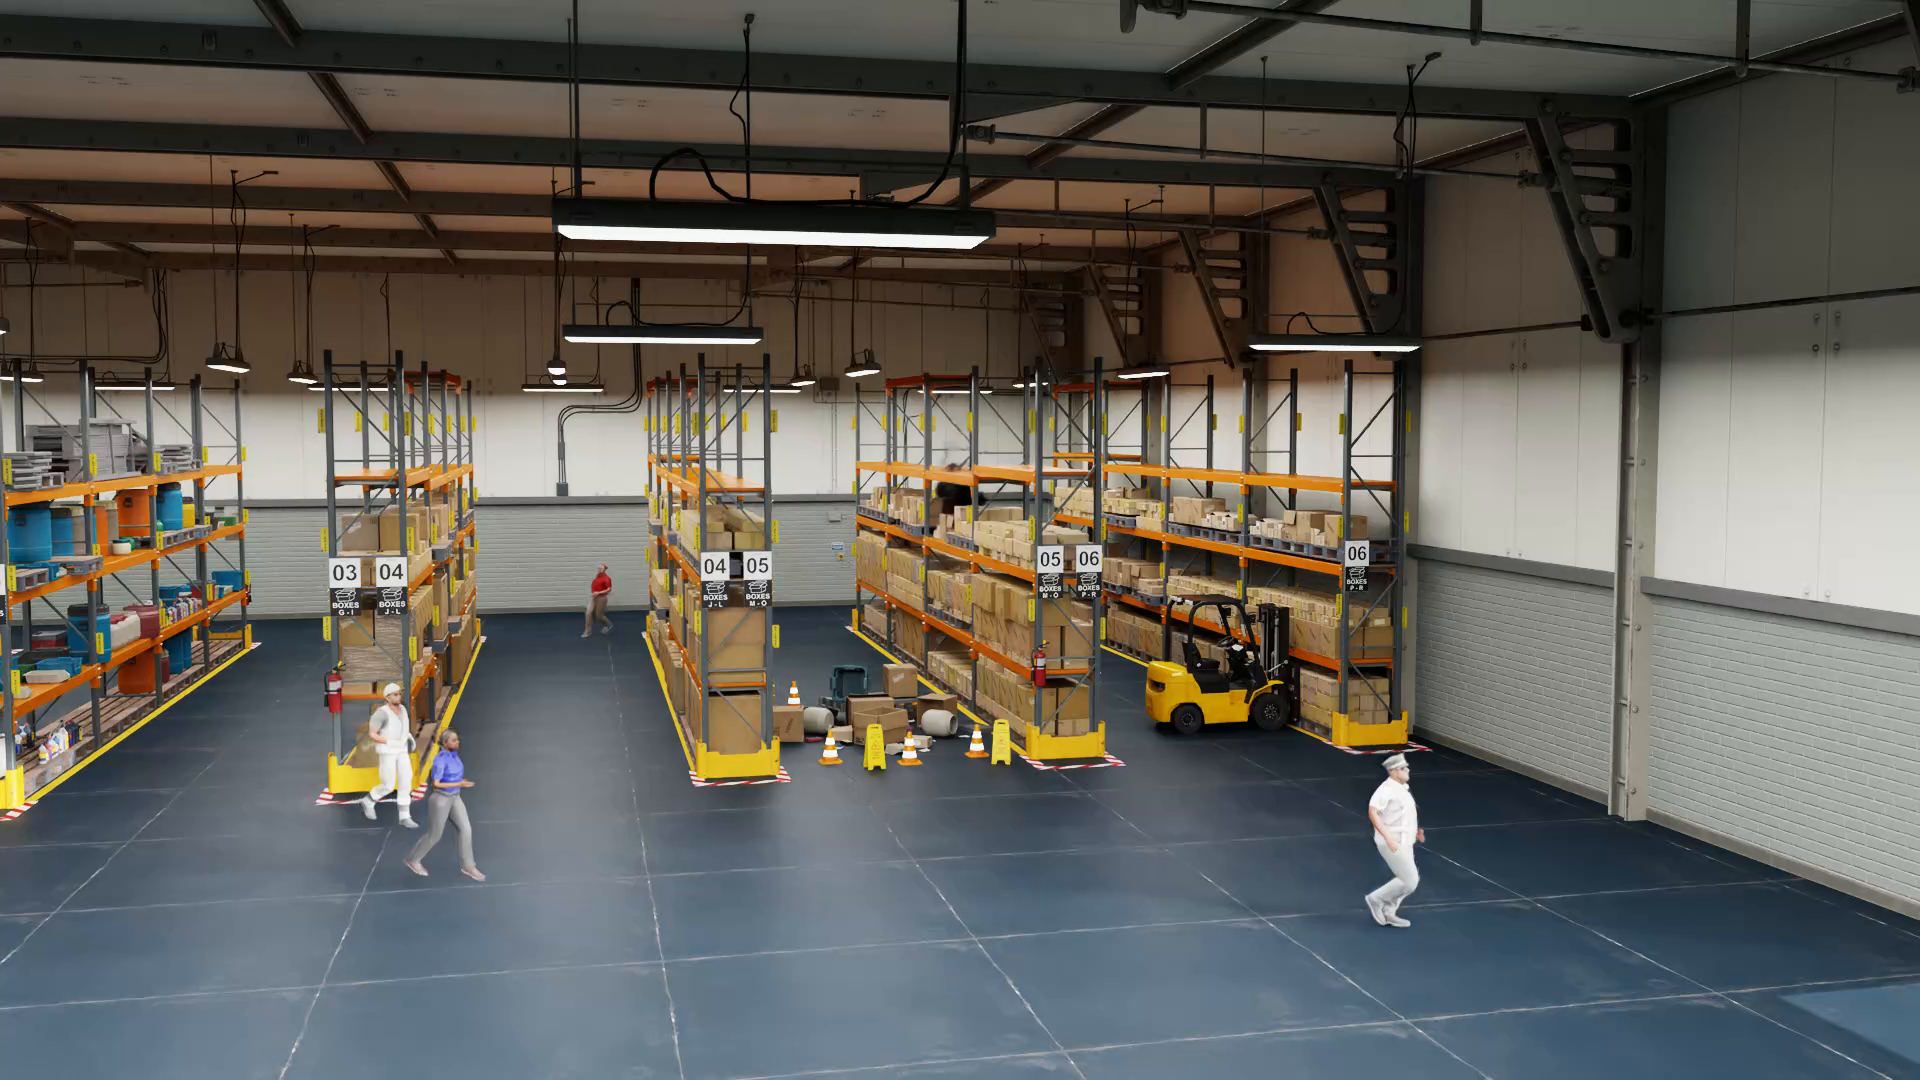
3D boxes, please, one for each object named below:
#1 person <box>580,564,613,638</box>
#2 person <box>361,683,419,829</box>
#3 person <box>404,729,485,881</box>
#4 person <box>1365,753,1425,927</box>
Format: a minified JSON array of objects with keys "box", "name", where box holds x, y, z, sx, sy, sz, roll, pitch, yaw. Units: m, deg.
[{"box":[-8.487,1.431,39.126,0.696,1.718,0.886,3,5,38],"name":"person"},{"box":[-7.088,2.672,20.728,0.844,1.791,0.685,2,4,27],"name":"person"},{"box":[-5.663,2.956,18.232,0.899,1.563,0.539,1,4,15],"name":"person"},{"box":[4.329,2.982,16.528,0.526,1.747,0.668,2,5,31],"name":"person"}]
